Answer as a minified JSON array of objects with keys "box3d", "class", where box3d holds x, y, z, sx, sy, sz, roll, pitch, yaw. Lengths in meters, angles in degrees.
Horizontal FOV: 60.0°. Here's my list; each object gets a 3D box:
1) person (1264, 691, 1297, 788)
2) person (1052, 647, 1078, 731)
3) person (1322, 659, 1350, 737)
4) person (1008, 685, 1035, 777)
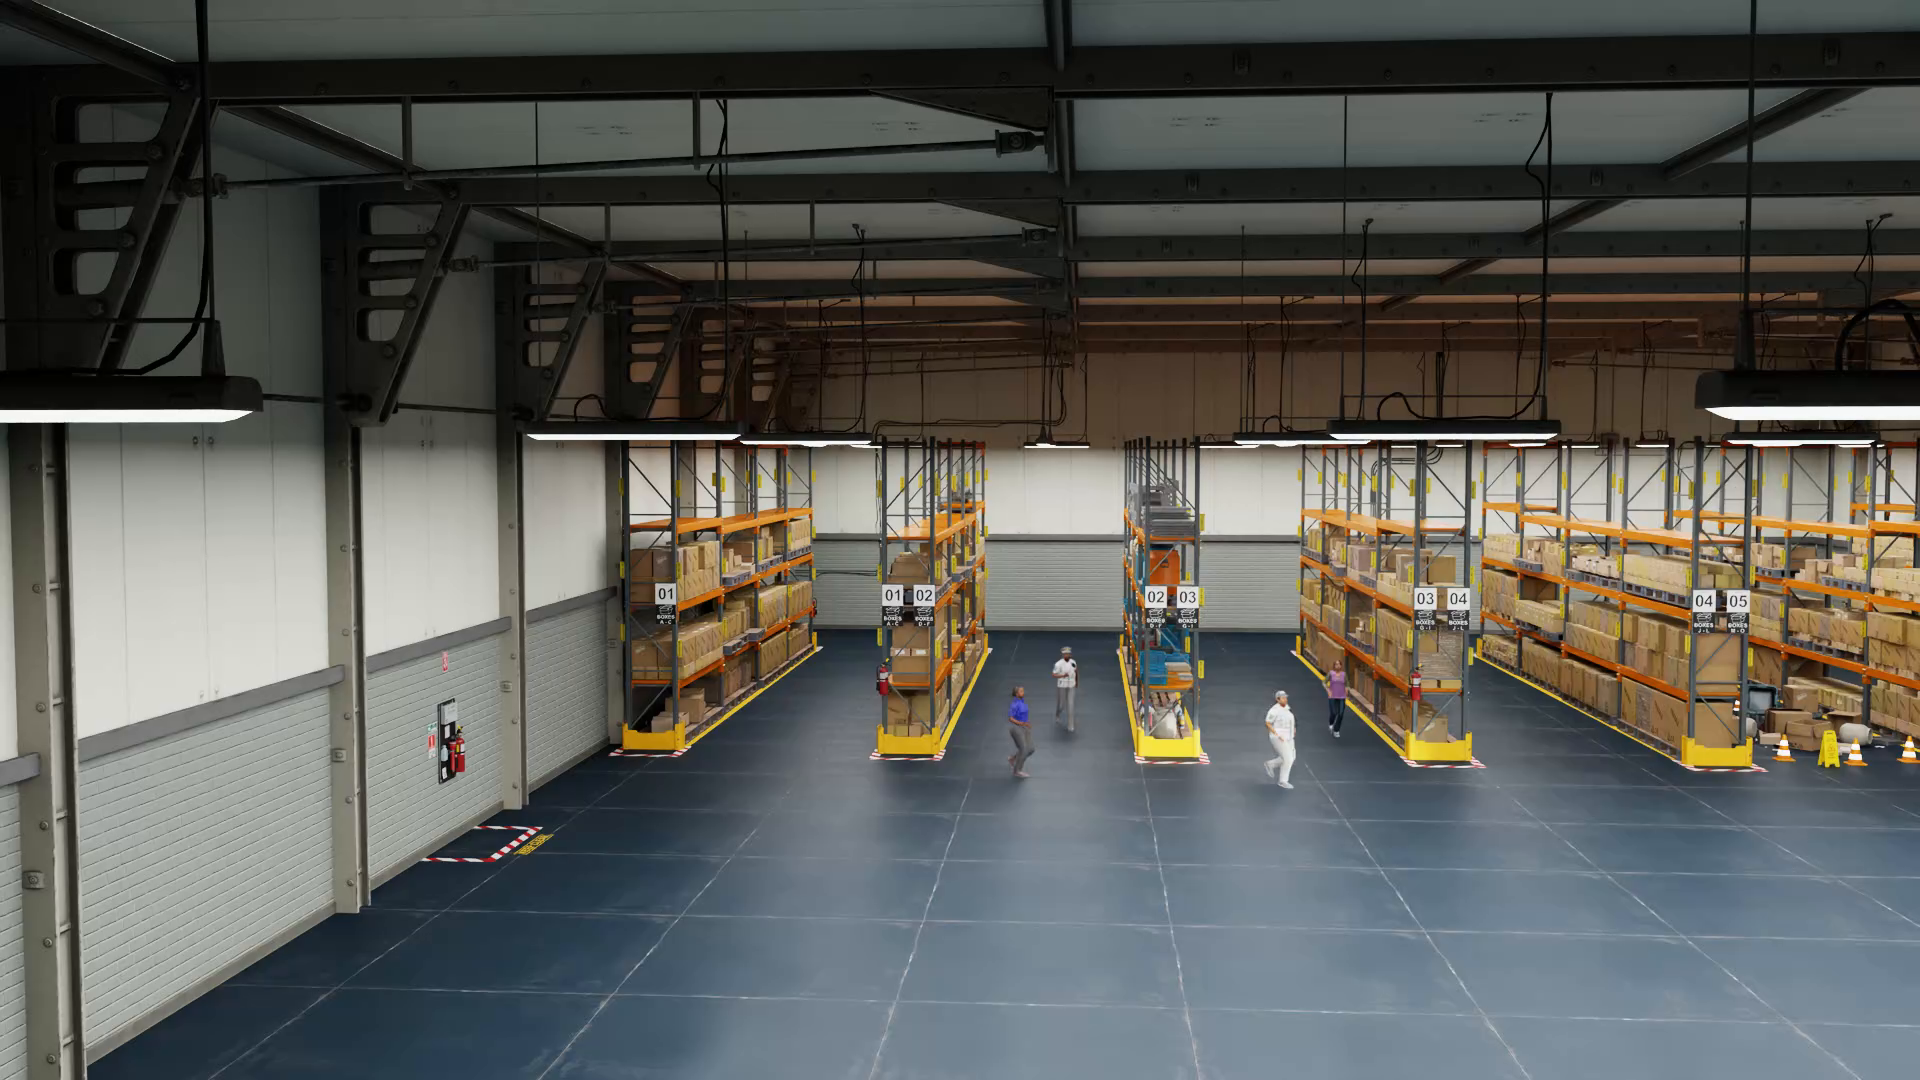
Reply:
[{"box3d":[5.456,3.394,28.458,0.612,1.650,0.582,3,4,44],"class":"person"},{"box3d":[2.173,3.025,34.169,0.609,1.687,0.906,-1,3,-14],"class":"person"},{"box3d":[7.534,3.163,33.216,0.532,1.554,0.546,0,3,2],"class":"person"},{"box3d":[1.070,3.353,29.189,0.574,1.607,0.571,2,3,27],"class":"person"}]
